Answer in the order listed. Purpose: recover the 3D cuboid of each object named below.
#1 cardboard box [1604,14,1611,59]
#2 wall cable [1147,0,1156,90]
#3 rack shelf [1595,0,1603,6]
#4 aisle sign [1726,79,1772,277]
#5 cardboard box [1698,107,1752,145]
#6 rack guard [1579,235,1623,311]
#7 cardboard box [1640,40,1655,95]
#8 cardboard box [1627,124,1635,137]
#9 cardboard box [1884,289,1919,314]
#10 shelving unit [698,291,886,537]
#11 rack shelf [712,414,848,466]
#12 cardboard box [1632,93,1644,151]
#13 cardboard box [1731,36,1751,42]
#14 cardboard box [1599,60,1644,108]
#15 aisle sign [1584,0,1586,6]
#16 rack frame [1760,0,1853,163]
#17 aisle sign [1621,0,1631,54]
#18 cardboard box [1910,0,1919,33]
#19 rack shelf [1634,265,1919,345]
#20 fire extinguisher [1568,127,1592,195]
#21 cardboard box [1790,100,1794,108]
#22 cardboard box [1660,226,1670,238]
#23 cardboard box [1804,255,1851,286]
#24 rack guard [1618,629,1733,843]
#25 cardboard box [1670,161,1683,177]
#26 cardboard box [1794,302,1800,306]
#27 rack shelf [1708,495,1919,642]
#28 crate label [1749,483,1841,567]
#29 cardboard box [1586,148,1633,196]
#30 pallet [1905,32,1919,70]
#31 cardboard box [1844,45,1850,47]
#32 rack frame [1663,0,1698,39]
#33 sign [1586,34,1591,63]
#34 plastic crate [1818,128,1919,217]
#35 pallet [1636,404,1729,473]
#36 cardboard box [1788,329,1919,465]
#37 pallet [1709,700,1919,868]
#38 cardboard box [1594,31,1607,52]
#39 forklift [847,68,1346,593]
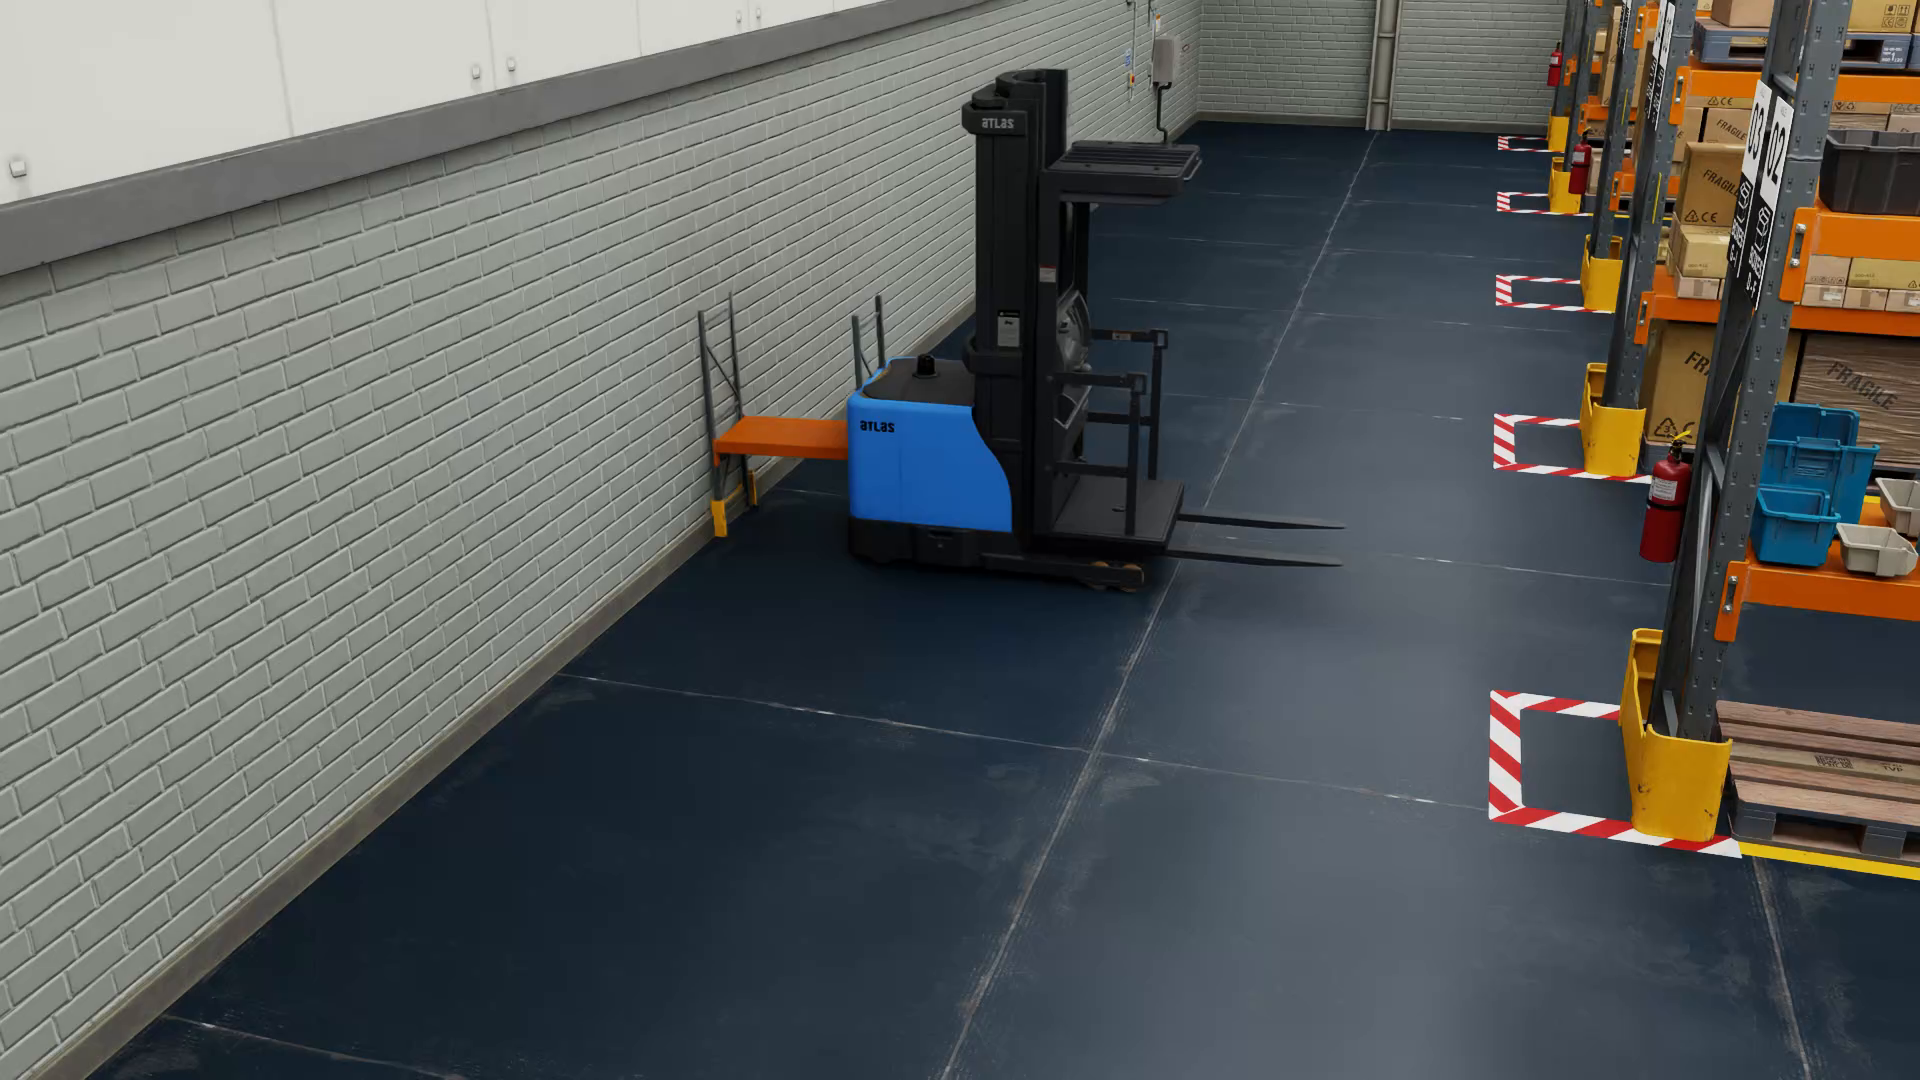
[{"bbox_3d":[8.234,-6.199,20.482,0.500,0.500,0.500,7,23,17],"label":"cardboard box"},{"bbox_3d":[2.697,-7.253,23.161,0.122,1.984,0.588,7,23,16],"label":"wall cable"},{"bbox_3d":[9.618,-6.493,19.641,4.000,0.370,1.077,7,23,16],"label":"rack shelf"},{"bbox_3d":[3.426,-1.574,7.229,0.004,0.787,0.394,7,23,16],"label":"aisle sign"},{"bbox_3d":[7.240,-3.832,15.636,0.500,0.500,0.500,7,23,16],"label":"cardboard box"},{"bbox_3d":[6.443,-2.682,16.651,0.348,0.500,1.175,7,23,16],"label":"rack guard"},{"bbox_3d":[6.880,-4.534,16.030,0.500,0.500,0.500,6,23,14],"label":"cardboard box"},{"bbox_3d":[10.087,-6.174,25.072,0.250,0.149,0.380,6,23,13],"label":"cardboard box"},{"bbox_3d":[6.317,-1.641,11.150,0.250,0.149,0.380,6,23,15],"label":"cardboard box"},{"bbox_3d":[-1.043,-0.788,10.657,1.083,1.500,0.587,4,24,15],"label":"shelving unit"},{"bbox_3d":[-1.027,-0.622,10.725,1.000,0.185,0.538,4,24,15],"label":"rack shelf"},{"bbox_3d":[6.875,-4.075,16.229,0.500,0.500,0.500,7,23,17],"label":"cardboard box"},{"bbox_3d":[9.072,-5.902,19.756,0.500,0.500,0.500,6,23,15],"label":"cardboard box"},{"bbox_3d":[8.080,-5.546,20.207,0.500,0.500,0.500,6,23,15],"label":"cardboard box"},{"bbox_3d":[7.724,-6.980,20.409,0.004,0.787,0.394,7,23,16],"label":"aisle sign"},{"bbox_3d":[3.410,-3.032,6.305,0.127,3.000,1.000,7,23,16],"label":"rack frame"},{"bbox_3d":[6.214,-4.949,15.457,0.004,0.787,0.394,7,23,16],"label":"aisle sign"},{"bbox_3d":[6.367,-3.549,10.700,0.500,0.500,0.700,5,23,12],"label":"cardboard box"},{"bbox_3d":[6.755,-1.504,11.433,4.000,0.370,1.077,7,23,16],"label":"rack shelf"},{"bbox_3d":[6.262,-3.834,16.758,0.183,0.674,0.296,7,23,16],"label":"fire extinguisher"},{"bbox_3d":[7.700,-4.230,15.288,0.500,0.500,0.500,6,23,14],"label":"cardboard box"},{"bbox_3d":[6.950,-3.032,16.628,0.250,0.149,0.380,7,23,16],"label":"cardboard box"},{"bbox_3d":[5.722,-1.919,11.302,0.500,0.250,0.500,6,23,15],"label":"cardboard box"},{"bbox_3d":[3.383,0.902,7.913,0.348,0.500,1.175,7,23,16],"label":"rack guard"},{"bbox_3d":[6.841,-3.564,15.836,0.250,0.149,0.380,7,23,17],"label":"cardboard box"},{"bbox_3d":[5.576,-1.726,11.356,0.250,0.149,0.380,6,23,14],"label":"cardboard box"},{"bbox_3d":[5.325,0.295,7.045,4.000,0.370,1.077,7,23,16],"label":"rack shelf"},{"bbox_3d":[3.551,-0.060,7.106,0.303,0.233,0.416,7,23,16],"label":"crate label"},{"bbox_3d":[8.364,-4.630,20.927,0.875,0.438,0.875,6,23,14],"label":"cardboard box"},{"bbox_3d":[6.726,-3.192,10.765,1.213,0.211,1.003,7,23,15],"label":"pallet"},{"bbox_3d":[8.373,-4.368,15.625,0.500,0.500,0.500,6,23,14],"label":"cardboard box"},{"bbox_3d":[4.841,-4.832,10.692,0.127,3.000,1.000,7,23,16],"label":"rack frame"},{"bbox_3d":[7.537,-5.893,19.939,0.005,0.325,0.100,7,23,16],"label":"sign"},{"bbox_3d":[3.698,-1.441,6.549,0.590,0.269,0.497,7,23,16],"label":"plastic crate"},{"bbox_3d":[5.629,-0.707,12.215,1.213,0.211,1.003,7,23,16],"label":"pallet"},{"bbox_3d":[6.348,-1.127,11.811,0.875,0.875,0.875,7,23,16],"label":"cardboard box"},{"bbox_3d":[4.188,1.138,7.718,1.213,0.211,1.003,7,23,16],"label":"pallet"},{"bbox_3d":[9.490,-7.381,24.618,0.500,0.250,0.500,7,23,16],"label":"cardboard box"},{"bbox_3d":[0.871,-1.262,9.985,3.031,2.935,1.130,5,23,13],"label":"forklift"}]
